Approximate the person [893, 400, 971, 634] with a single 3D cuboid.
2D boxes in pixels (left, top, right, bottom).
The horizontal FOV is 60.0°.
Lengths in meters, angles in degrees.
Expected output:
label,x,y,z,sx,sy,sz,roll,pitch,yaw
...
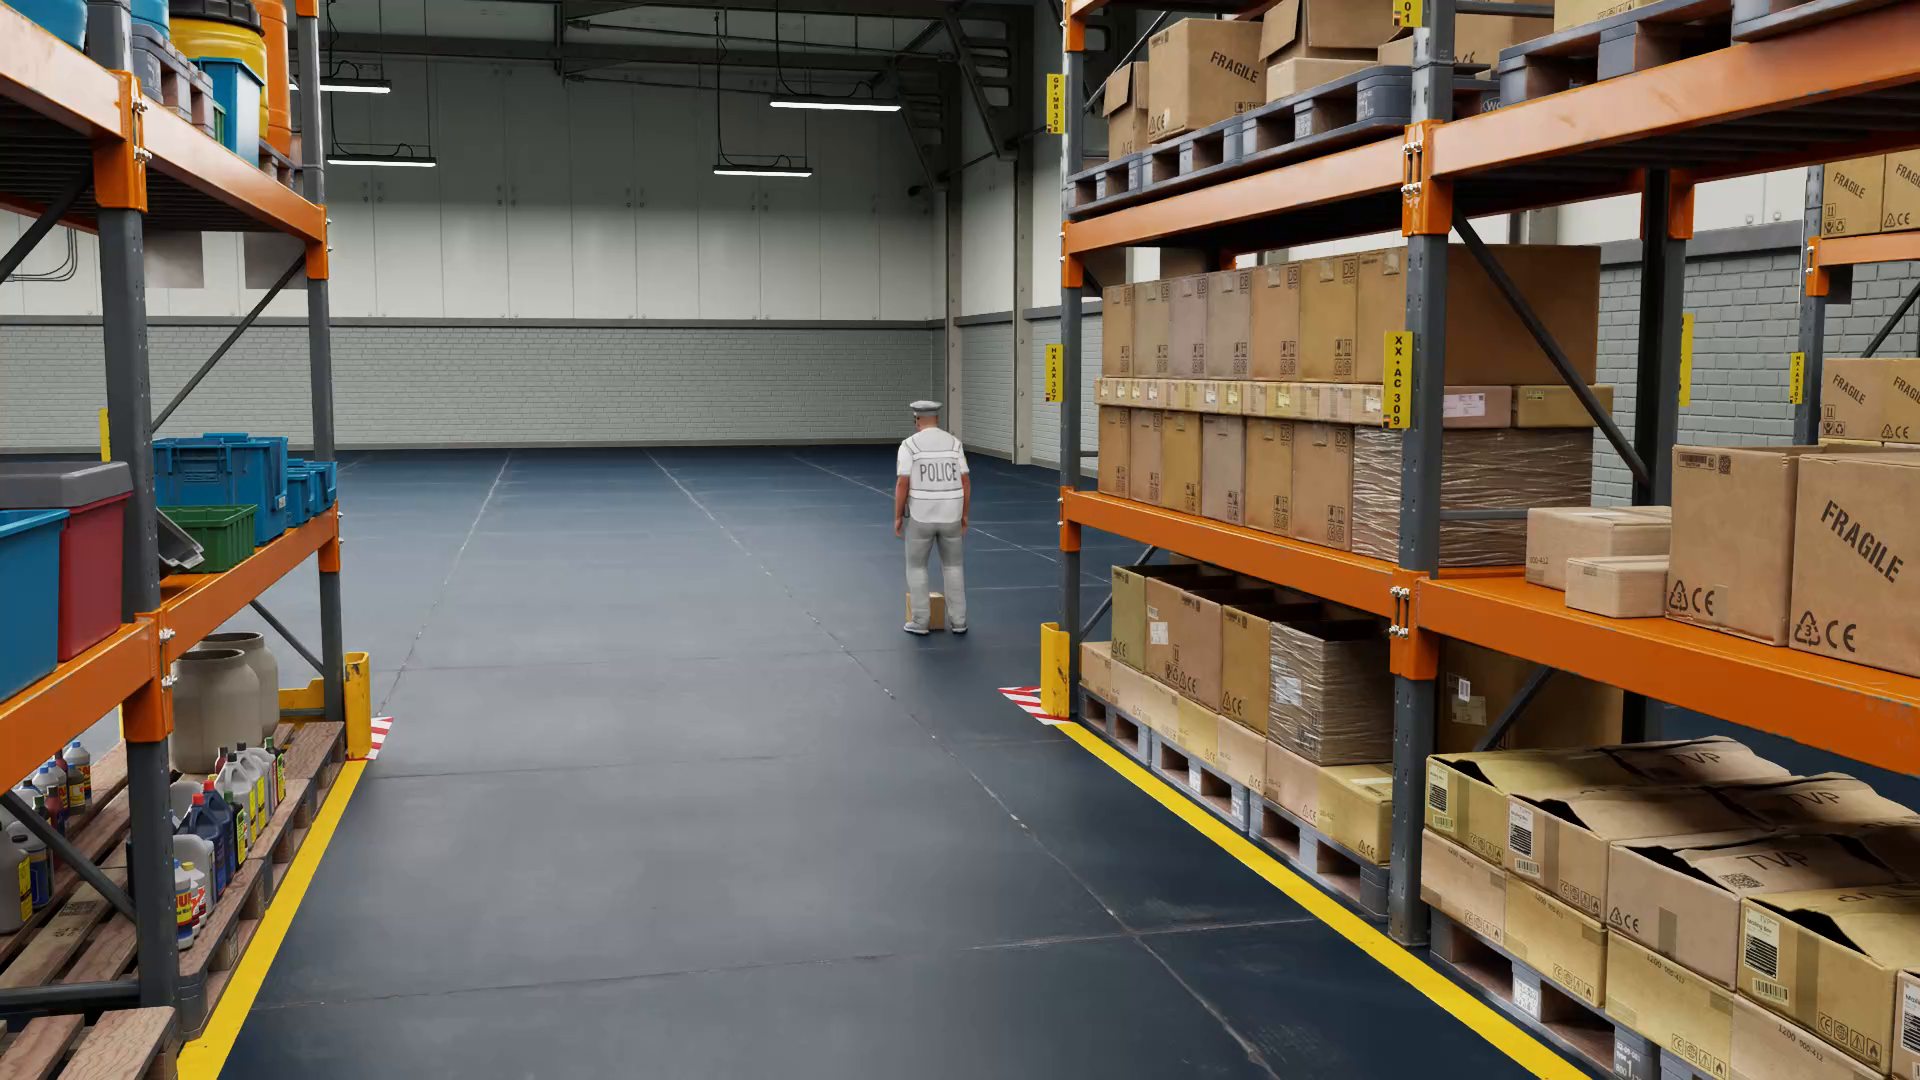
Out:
label,x,y,z,sx,sy,sz,roll,pitch,yaw
person,-0.199,-0.169,12.493,0.602,1.750,0.427,-2,6,-16
